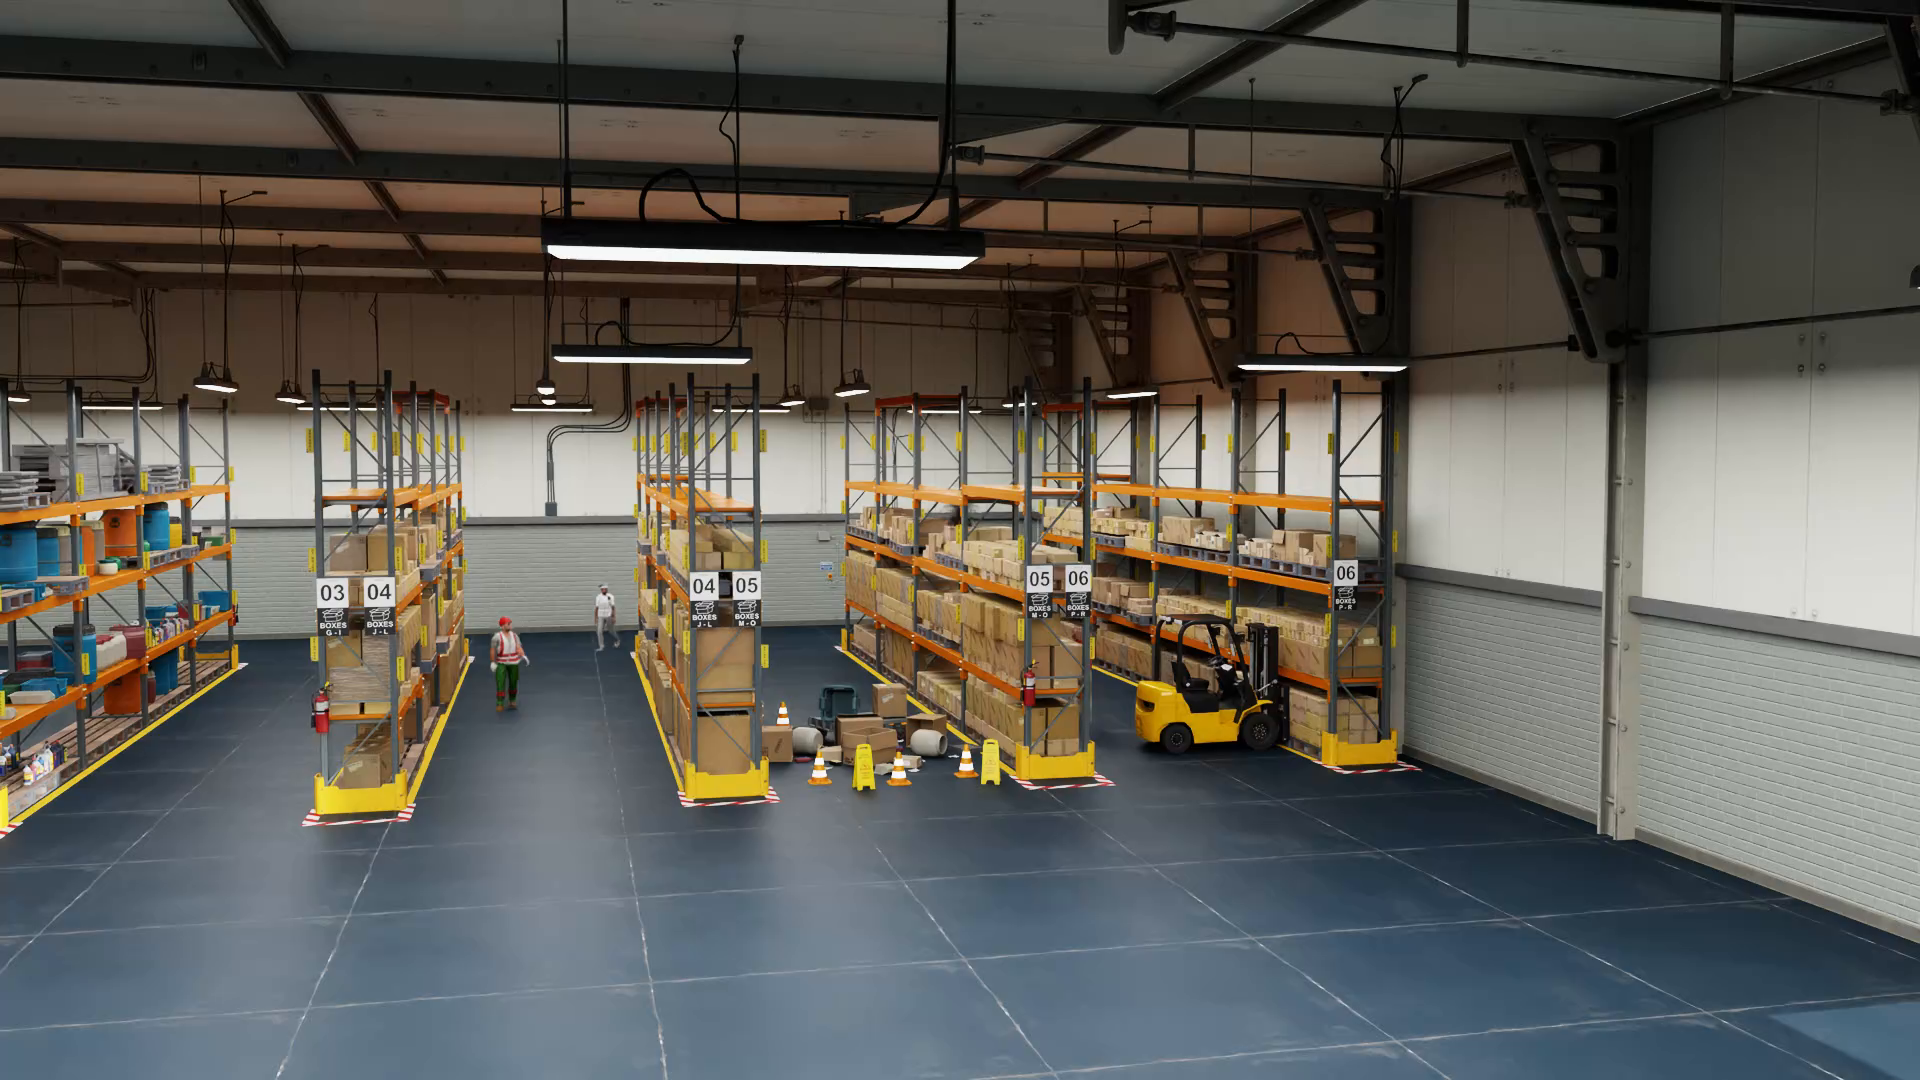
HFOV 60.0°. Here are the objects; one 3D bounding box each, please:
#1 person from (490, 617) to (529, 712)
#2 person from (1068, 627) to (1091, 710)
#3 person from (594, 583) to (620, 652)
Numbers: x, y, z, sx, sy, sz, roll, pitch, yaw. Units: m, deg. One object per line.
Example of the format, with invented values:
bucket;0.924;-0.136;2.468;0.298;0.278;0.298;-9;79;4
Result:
person;-8.420;2.303;31.097;0.719;1.724;1.051;-1;3;-10
person;2.023;2.433;30.055;0.710;1.730;0.722;-1;3;-13
person;-8.558;1.852;40.159;0.512;1.644;0.817;1;3;10
